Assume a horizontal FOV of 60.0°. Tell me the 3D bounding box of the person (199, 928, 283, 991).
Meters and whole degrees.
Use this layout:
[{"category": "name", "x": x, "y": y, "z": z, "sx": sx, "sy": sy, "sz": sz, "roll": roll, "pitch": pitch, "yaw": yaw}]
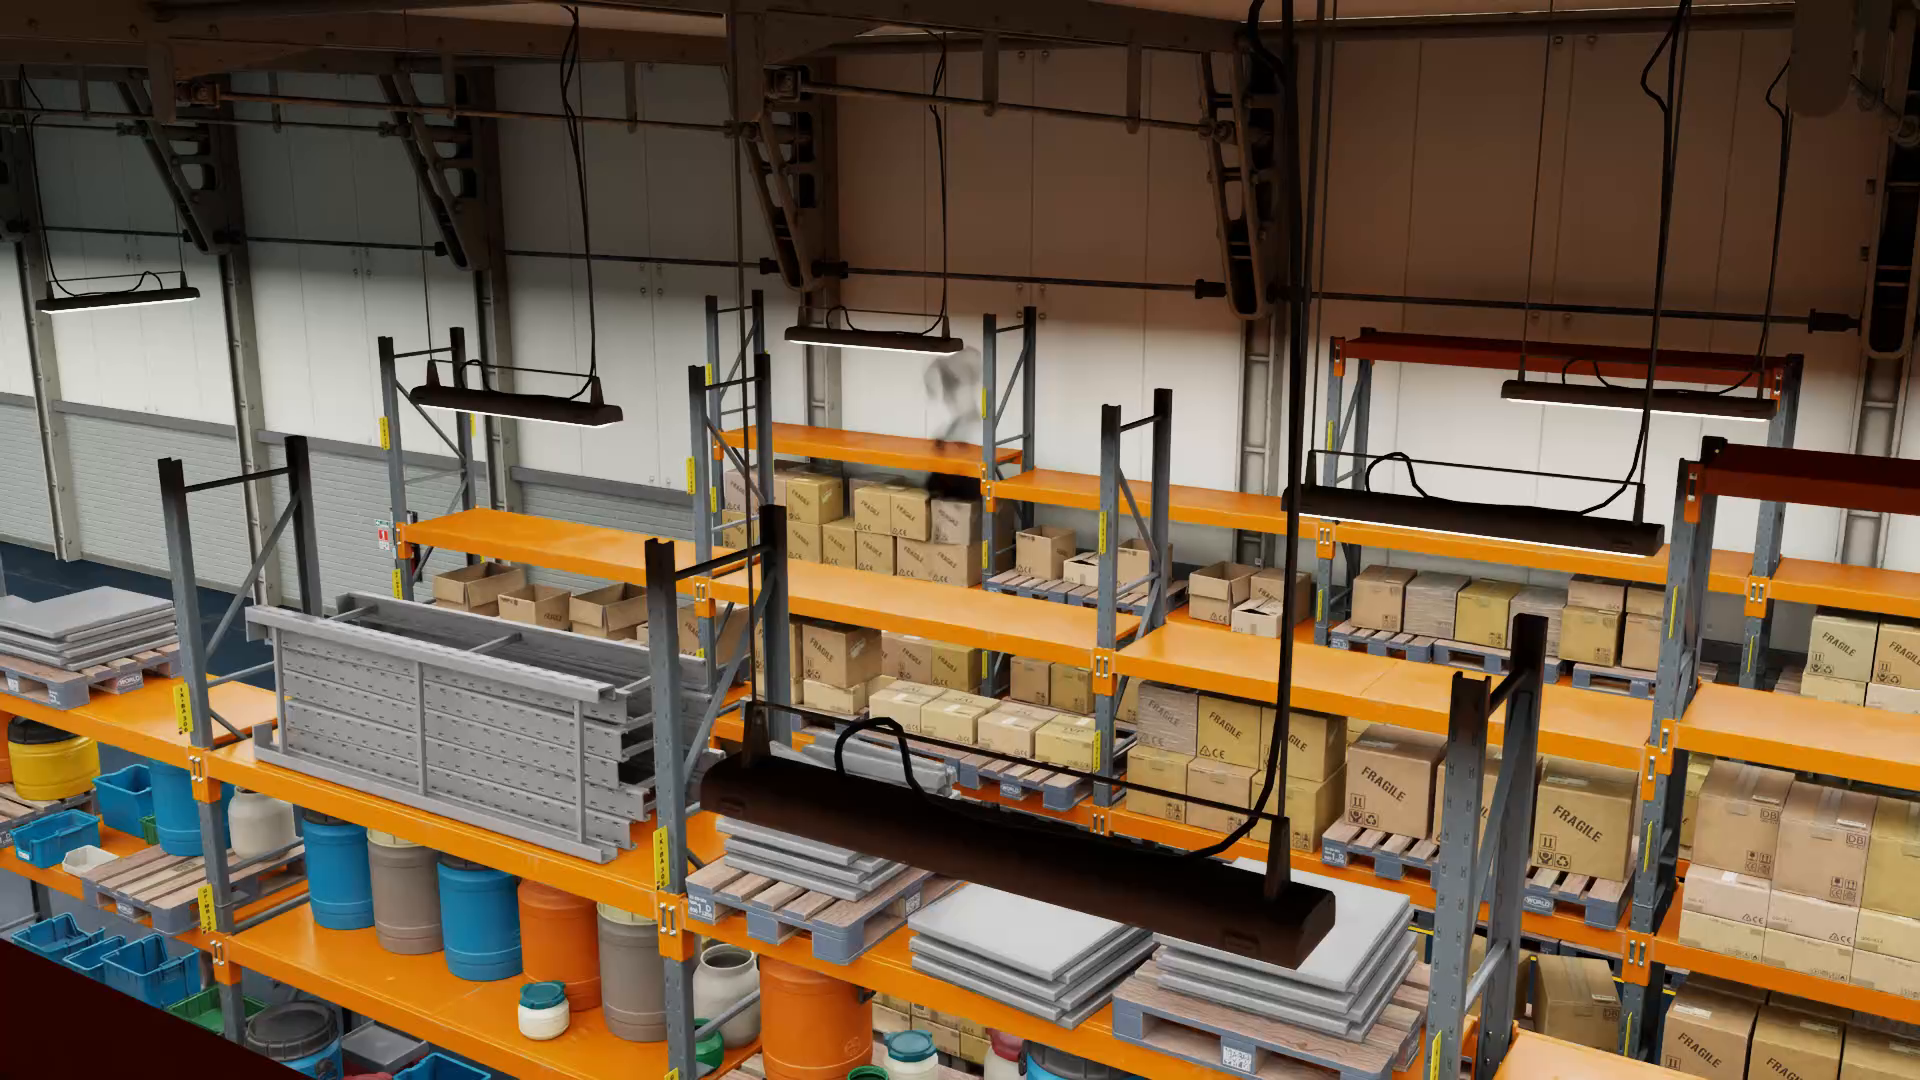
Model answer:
[{"category": "person", "x": -6.842, "y": 3.546, "z": 15.336, "sx": 0.955, "sy": 1.693, "sz": 0.727, "roll": 3, "pitch": 14, "yaw": 13}]
